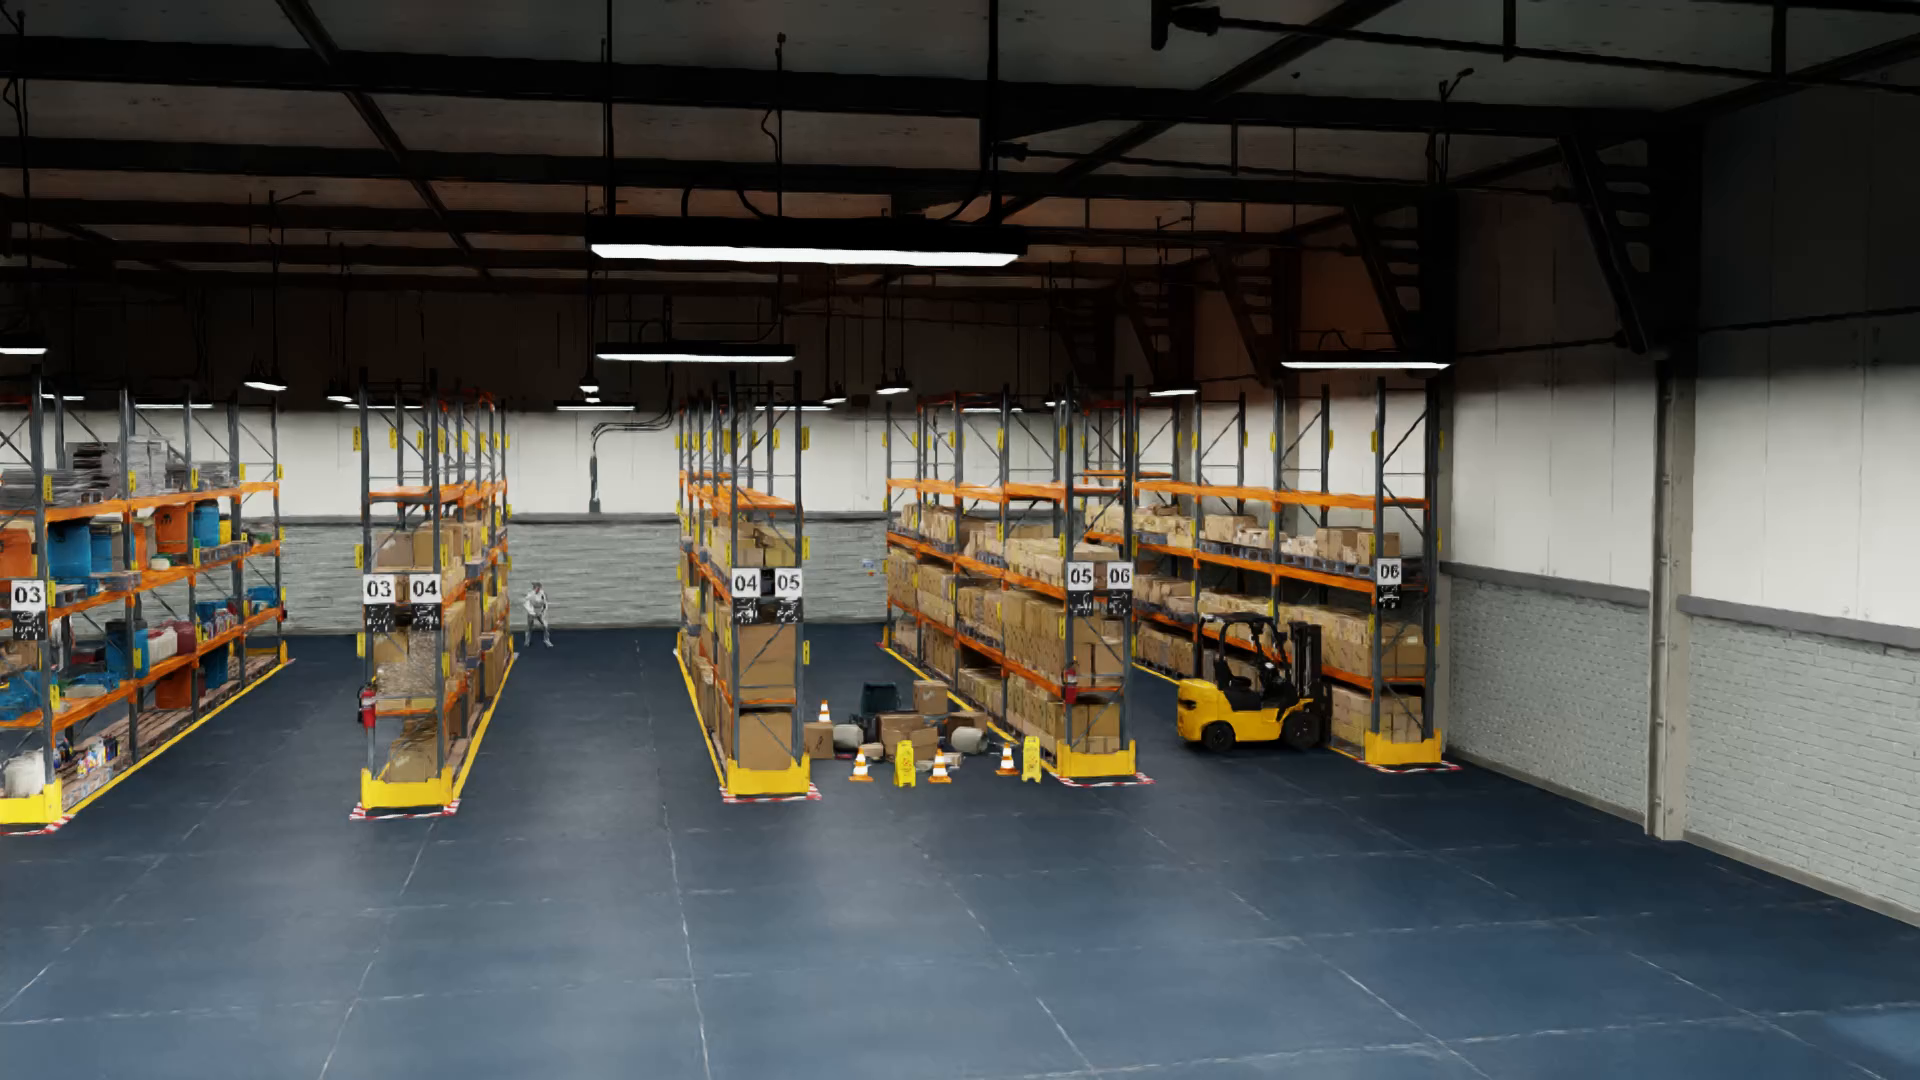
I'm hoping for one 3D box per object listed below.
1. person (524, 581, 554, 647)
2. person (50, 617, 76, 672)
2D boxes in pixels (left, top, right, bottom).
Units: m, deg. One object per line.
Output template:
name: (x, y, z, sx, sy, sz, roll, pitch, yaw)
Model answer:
person: (-10.295, 1.784, 40.411, 0.638, 1.607, 0.813, -2, 4, -29)
person: (-18.586, 2.109, 34.264, 0.542, 1.675, 1.126, -1, 3, -10)
